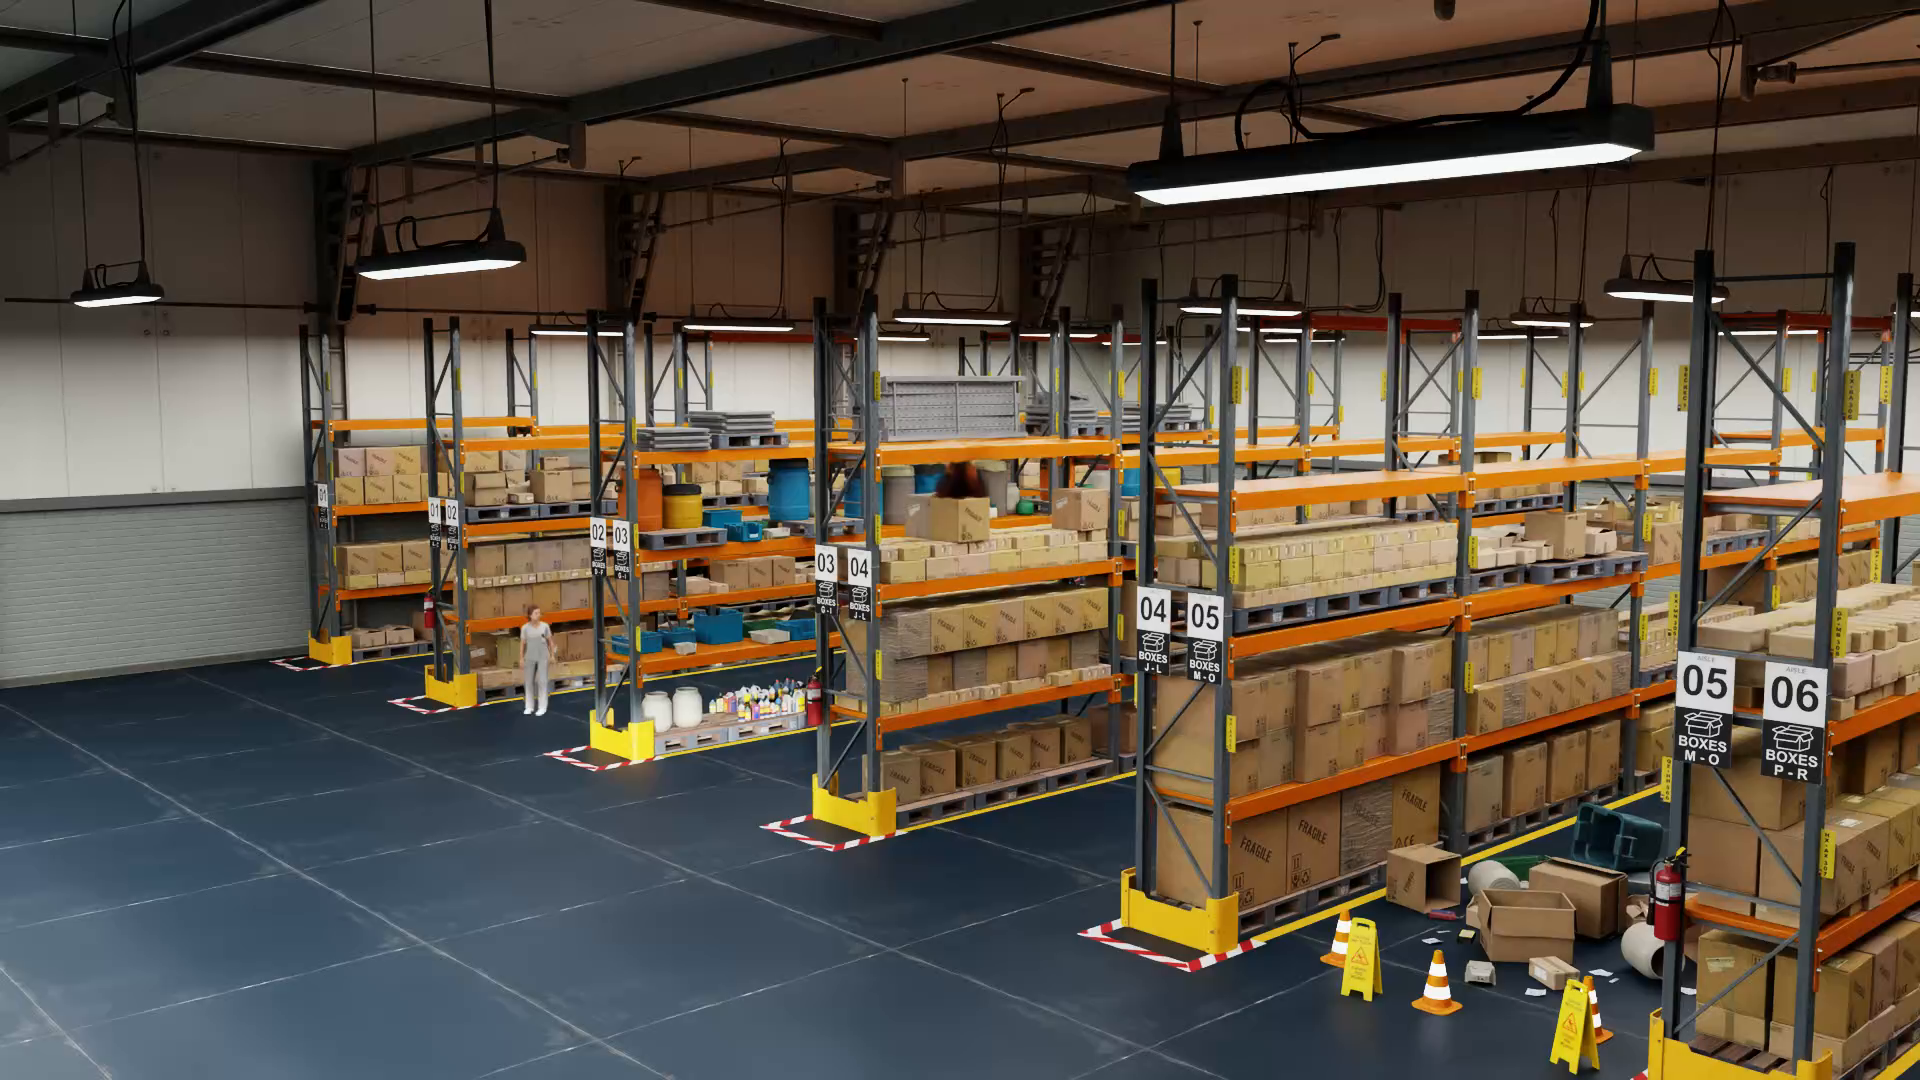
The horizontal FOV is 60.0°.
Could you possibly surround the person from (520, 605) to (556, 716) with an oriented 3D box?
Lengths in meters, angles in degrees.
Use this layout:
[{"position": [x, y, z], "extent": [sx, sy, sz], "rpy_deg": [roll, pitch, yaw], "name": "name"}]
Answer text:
[{"position": [-6.363, 1.803, 25.086], "extent": [0.528, 1.674, 0.398], "rpy_deg": [-1, 6, -8], "name": "person"}]
